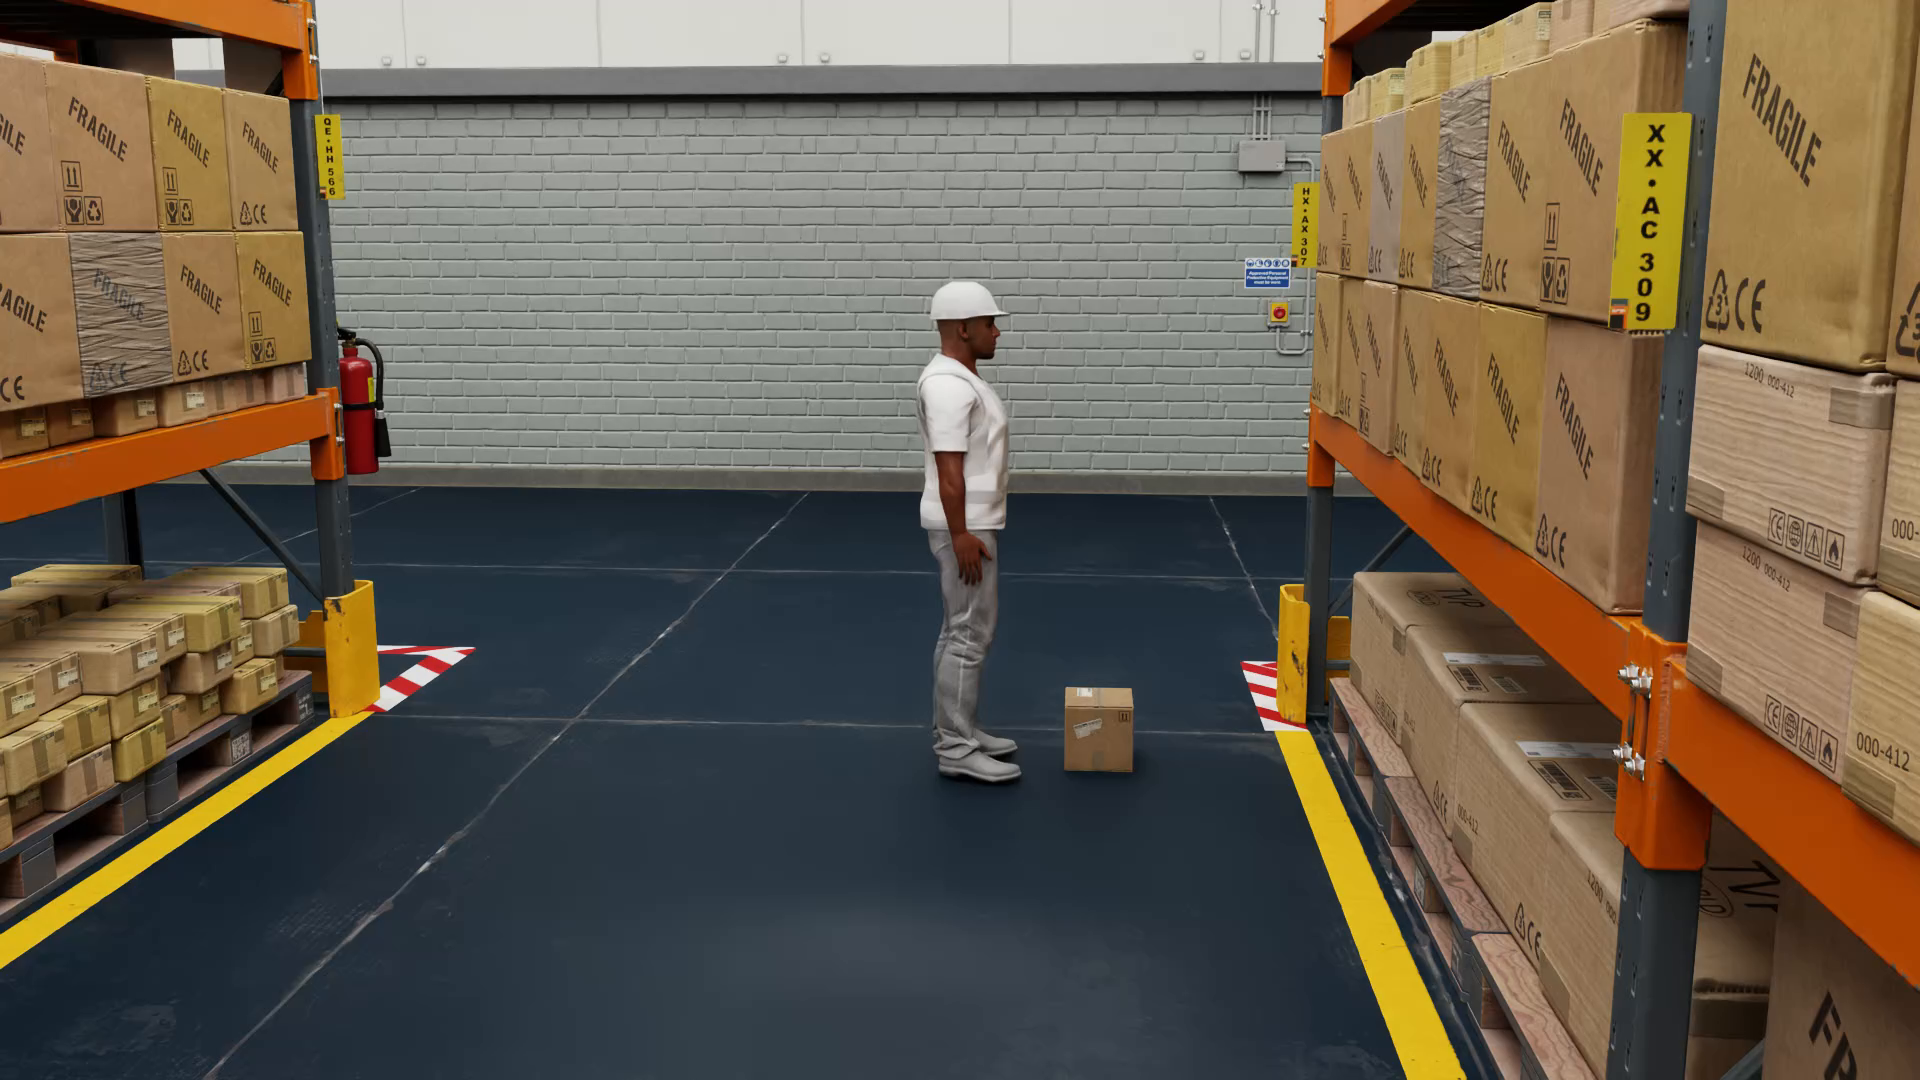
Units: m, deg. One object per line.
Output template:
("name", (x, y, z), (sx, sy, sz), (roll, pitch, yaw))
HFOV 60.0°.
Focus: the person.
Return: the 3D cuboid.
("person", (0.043, -0.050, 6.095), (0.392, 1.770, 0.602), (1, 11, 4))
